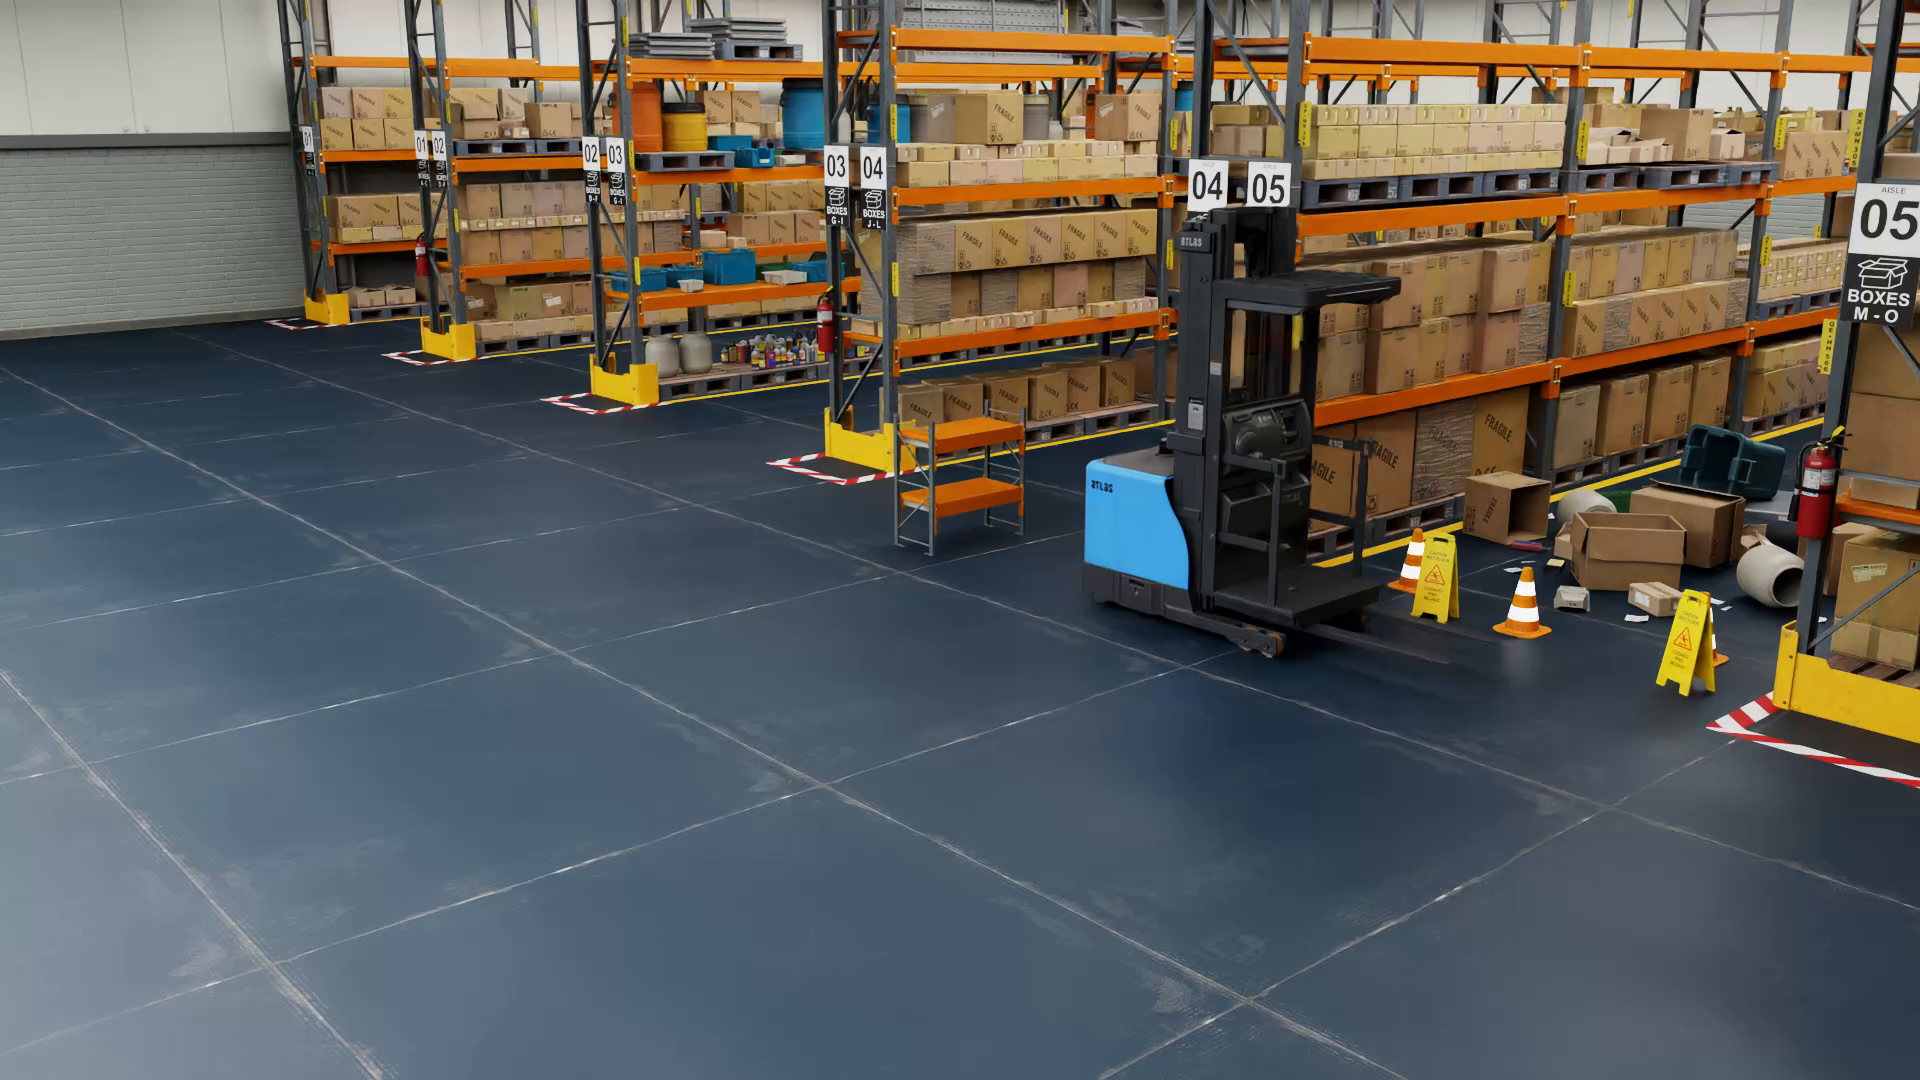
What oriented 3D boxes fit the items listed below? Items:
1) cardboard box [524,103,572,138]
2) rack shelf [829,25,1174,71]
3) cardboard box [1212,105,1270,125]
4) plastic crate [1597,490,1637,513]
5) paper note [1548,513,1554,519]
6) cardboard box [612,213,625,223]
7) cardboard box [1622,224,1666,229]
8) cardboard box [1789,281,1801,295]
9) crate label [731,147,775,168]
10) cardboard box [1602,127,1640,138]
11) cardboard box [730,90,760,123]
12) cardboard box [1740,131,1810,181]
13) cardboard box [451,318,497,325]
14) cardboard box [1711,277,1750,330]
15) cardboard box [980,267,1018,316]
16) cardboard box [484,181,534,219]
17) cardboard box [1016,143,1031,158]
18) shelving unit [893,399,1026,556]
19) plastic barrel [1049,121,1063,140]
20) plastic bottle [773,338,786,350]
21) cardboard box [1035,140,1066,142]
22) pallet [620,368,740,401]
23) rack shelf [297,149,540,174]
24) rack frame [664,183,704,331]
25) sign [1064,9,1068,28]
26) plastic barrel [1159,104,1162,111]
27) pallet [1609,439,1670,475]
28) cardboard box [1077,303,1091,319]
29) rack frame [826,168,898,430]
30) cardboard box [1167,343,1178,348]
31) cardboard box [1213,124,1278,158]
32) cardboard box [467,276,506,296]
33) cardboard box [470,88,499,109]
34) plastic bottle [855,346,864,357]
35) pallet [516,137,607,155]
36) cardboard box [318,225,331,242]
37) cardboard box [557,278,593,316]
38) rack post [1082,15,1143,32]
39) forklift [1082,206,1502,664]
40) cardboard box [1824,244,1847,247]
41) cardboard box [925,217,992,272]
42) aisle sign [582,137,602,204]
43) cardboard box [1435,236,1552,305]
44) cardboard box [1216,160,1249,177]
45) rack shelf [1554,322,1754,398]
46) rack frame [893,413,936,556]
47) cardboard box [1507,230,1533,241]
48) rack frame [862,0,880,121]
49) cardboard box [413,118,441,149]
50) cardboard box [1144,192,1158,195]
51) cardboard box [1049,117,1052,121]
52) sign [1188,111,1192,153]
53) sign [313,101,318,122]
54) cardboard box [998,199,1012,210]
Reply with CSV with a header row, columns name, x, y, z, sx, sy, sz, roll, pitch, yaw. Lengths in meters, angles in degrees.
name,x,y,z,sx,sy,sz,roll,pitch,yaw
cardboard box,-6.063,-6.178,24.473,0.500,0.500,0.500,-13,19,-39
rack shelf,0.513,-5.140,17.457,4.000,0.370,1.077,-13,19,-39
cardboard box,2.216,-3.357,13.127,0.250,0.149,0.380,-12,19,-39
plastic crate,5.931,-0.332,15.017,0.662,0.188,0.450,-3,5,-11
paper note,5.289,-0.223,15.024,0.147,0.020,0.142,2,15,9
cardboard box,-5.311,-4.961,25.559,0.250,0.149,0.380,-13,20,-40
cardboard box,10.883,-4.900,26.497,0.500,0.250,0.500,-13,20,-40
cardboard box,9.298,-2.880,18.893,0.250,0.149,0.380,-12,19,-37
crate label,-2.618,-4.847,21.058,0.408,0.251,0.502,-13,19,-39
cardboard box,6.764,-4.030,16.879,0.500,0.311,0.500,-13,20,-40
cardboard box,-3.572,-6.999,26.850,0.500,0.500,0.500,-10,18,-34
cardboard box,8.825,-4.167,18.032,0.500,0.500,0.500,-13,19,-39
cardboard box,-7.285,-3.204,24.948,0.500,0.250,0.500,-13,19,-39
cardboard box,8.056,-2.544,17.770,0.500,0.500,0.500,-13,19,-39
cardboard box,0.142,-2.716,17.837,0.500,0.500,0.875,-13,19,-39
cardboard box,-6.702,-5.032,24.569,0.500,0.500,0.700,-13,20,-41
cardboard box,0.525,-4.088,17.448,0.250,0.149,0.380,-13,20,-40
shelving unit,0.005,-0.545,14.109,1.048,1.125,0.538,-13,19,-39
plastic barrel,1.353,-6.082,25.178,0.421,0.512,0.421,0,15,0
plastic bottle,-2.457,-2.606,22.620,0.135,0.276,0.152,-13,19,-39
cardboard box,1.043,-4.354,18.443,0.250,0.149,0.380,-12,19,-38
pallet,-3.604,-2.028,21.433,1.213,0.211,1.003,-13,19,-39
rack shelf,-9.241,-6.586,28.674,4.000,0.370,1.077,-13,19,-39
rack frame,-4.478,-4.859,26.628,0.127,3.000,1.000,-13,19,-39
sign,1.926,-9.533,30.386,0.005,0.325,0.100,-13,19,-39
plastic barrel,3.027,-6.619,26.328,0.433,0.535,0.433,0,15,0
pallet,6.655,-0.953,17.409,1.213,0.211,1.003,-13,19,-39
cardboard box,1.240,-2.563,18.519,0.250,0.149,0.380,-13,19,-39
rack frame,-0.995,-2.252,16.869,0.127,3.000,1.000,-13,19,-39
cardboard box,2.872,-2.112,20.334,0.500,0.500,0.700,-13,20,-40
cardboard box,2.370,-3.178,13.231,0.500,0.250,0.500,-12,19,-39
cardboard box,-8.489,-4.644,29.815,0.500,0.500,0.500,14,21,43
cardboard box,-8.341,-7.580,28.832,0.500,0.500,0.500,-11,19,-36
plastic bottle,-1.375,-2.649,22.764,0.133,0.283,0.061,-11,19,-37
pallet,-6.024,-5.910,24.923,1.213,0.211,1.003,-13,19,-39
cardboard box,-10.525,-5.199,28.154,0.500,0.250,0.500,-12,19,-39
cardboard box,-5.811,-3.719,25.423,0.500,0.500,0.500,-13,19,-39
rack post,2.312,-7.870,25.278,0.986,0.289,0.624,-13,19,-39
forklift,2.287,-0.768,11.445,1.130,2.935,3.031,-13,20,-41
cardboard box,10.466,-3.432,19.805,0.250,0.149,0.380,-13,20,-40
cardboard box,-0.020,-3.051,17.151,0.500,0.500,0.500,-13,19,-39
aisle sign,-4.496,-4.518,20.315,0.004,0.787,0.394,-13,19,-39
cardboard box,4.901,-2.485,15.359,0.550,0.550,0.875,-13,19,-39
cardboard box,2.213,-2.971,13.226,0.250,0.149,0.380,-13,20,-39
rack shelf,6.711,-1.938,17.088,4.000,0.370,1.077,-13,19,-39
rack frame,-0.378,-0.458,13.787,0.032,1.125,0.500,-13,19,-39
cardboard box,7.884,-4.201,23.971,0.500,0.500,0.500,-13,19,-39
rack frame,-1.697,-10.076,34.536,0.127,3.000,1.000,-13,19,-39
cardboard box,-9.126,-6.928,28.329,0.500,0.500,0.500,-11,19,-36
cardboard box,3.651,-7.120,32.961,0.500,0.500,0.500,-12,19,-38
cardboard box,1.746,-7.968,31.776,0.500,0.250,0.500,-13,19,-39
sign,1.839,-3.216,13.103,0.005,0.325,0.100,-13,19,-39
sign,-10.394,-6.911,26.804,0.005,0.325,0.100,-13,19,-39
cardboard box,0.576,-6.300,31.015,0.500,0.500,0.700,-9,17,-31
